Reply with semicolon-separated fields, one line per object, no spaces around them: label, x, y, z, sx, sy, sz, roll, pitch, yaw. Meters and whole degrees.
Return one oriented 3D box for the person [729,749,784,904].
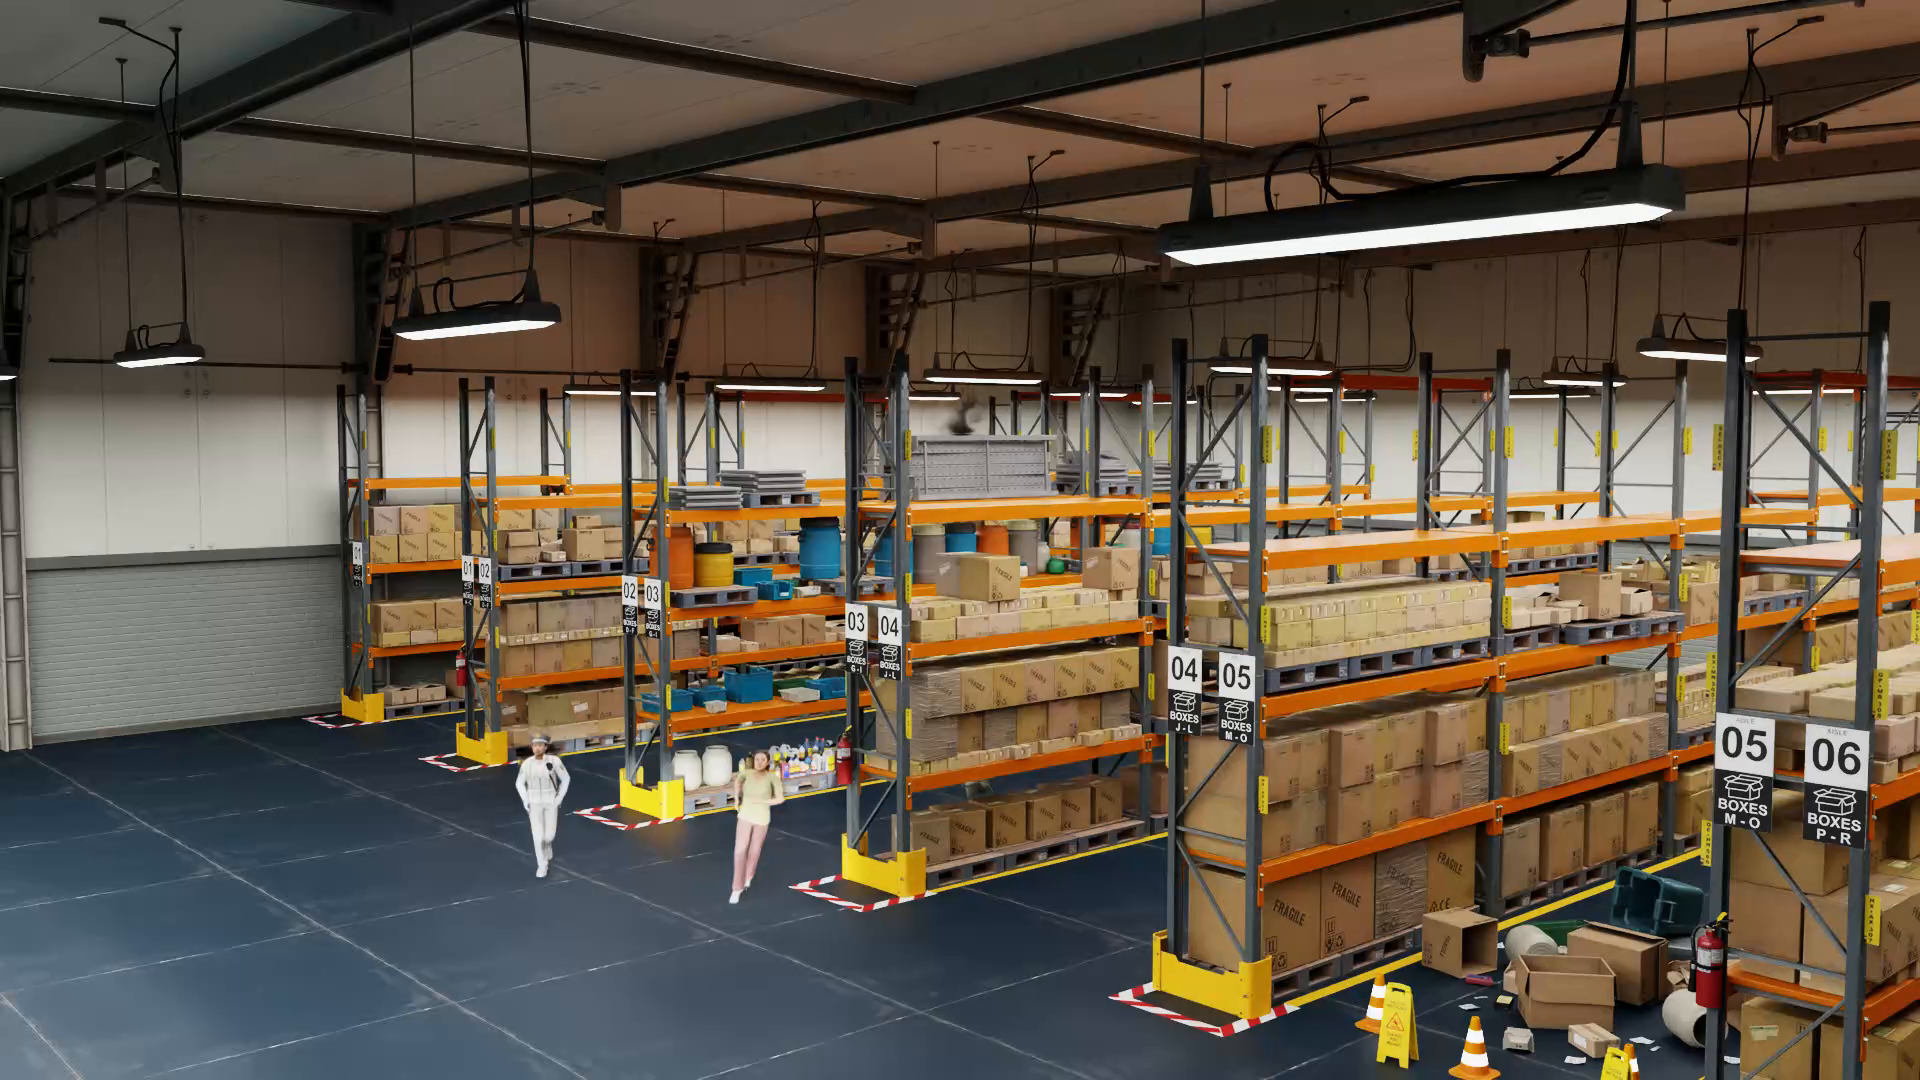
person;-2.242;3.145;18.473;0.594;1.723;0.695;0;4;-1

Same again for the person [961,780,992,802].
person;0.241;2.843;22.167;0.669;1.737;0.789;3;5;40

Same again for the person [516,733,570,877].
person;-4.874;3.071;19.427;0.618;1.663;0.491;-1;4;-8
